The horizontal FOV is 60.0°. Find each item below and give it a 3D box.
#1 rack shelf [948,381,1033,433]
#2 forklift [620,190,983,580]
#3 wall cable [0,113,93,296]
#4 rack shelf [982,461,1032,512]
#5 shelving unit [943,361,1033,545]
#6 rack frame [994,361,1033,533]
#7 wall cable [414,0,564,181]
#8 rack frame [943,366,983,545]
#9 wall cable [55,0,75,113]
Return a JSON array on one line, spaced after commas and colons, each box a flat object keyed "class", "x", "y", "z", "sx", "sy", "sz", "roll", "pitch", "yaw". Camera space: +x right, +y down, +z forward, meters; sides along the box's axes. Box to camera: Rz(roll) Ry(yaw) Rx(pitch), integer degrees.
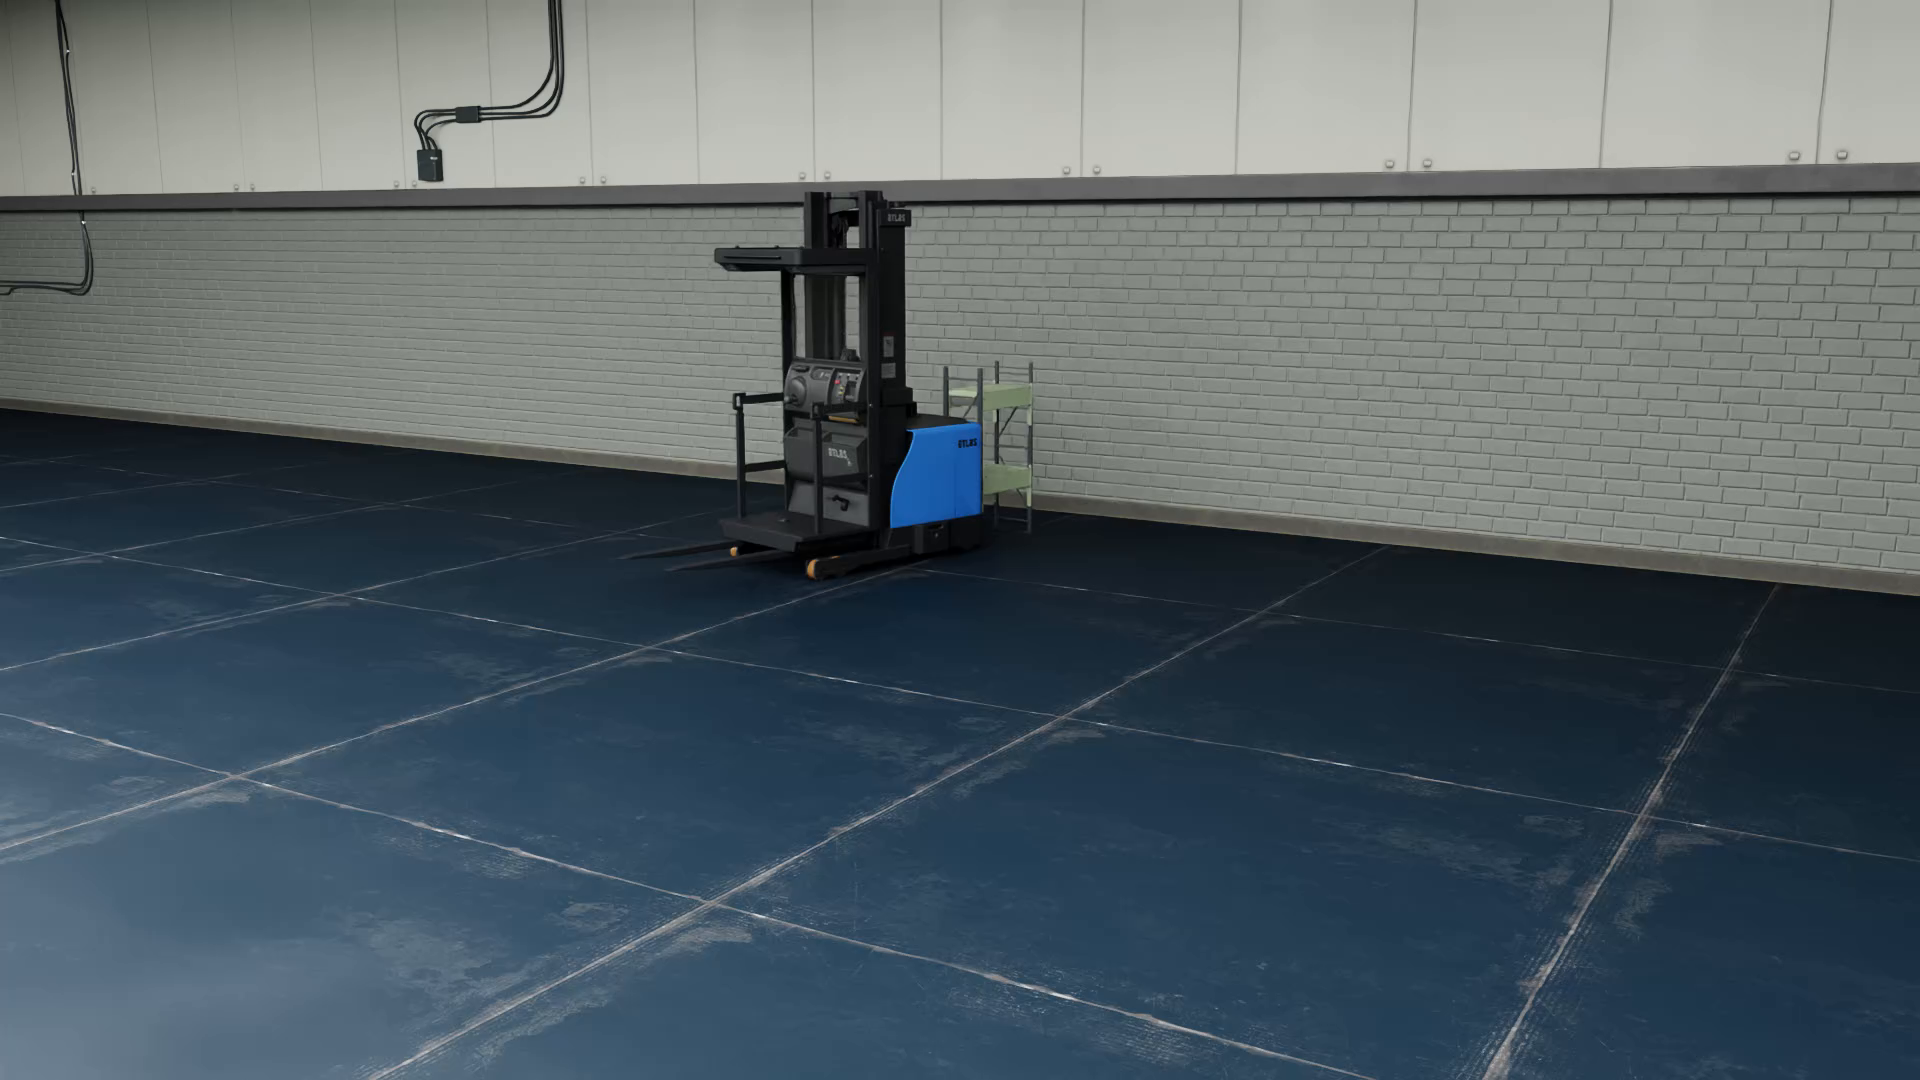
[{"class": "rack shelf", "x": 0.247, "y": -1.153, "z": 14.330, "sx": 0.431, "sy": 0.370, "sz": 0.720, "roll": 8, "pitch": 13, "yaw": 37}, {"class": "forklift", "x": -1.223, "y": -1.238, "z": 13.018, "sx": 3.031, "sy": 2.935, "sz": 1.130, "roll": -10, "pitch": 14, "yaw": -42}, {"class": "wall cable", "x": -13.443, "y": -4.766, "z": 23.813, "sx": 3.097, "sy": 2.526, "sz": 0.112, "roll": 6, "pitch": 12, "yaw": 31}, {"class": "rack shelf", "x": 0.247, "y": -0.449, "z": 14.462, "sx": 0.431, "sy": 0.370, "sz": 0.720, "roll": 8, "pitch": 13, "yaw": 37}, {"class": "shelving unit", "x": 0.247, "y": -0.769, "z": 14.402, "sx": 0.431, "sy": 1.500, "sz": 0.755, "roll": 8, "pitch": 13, "yaw": 37}, {"class": "rack frame", "x": 0.470, "y": -0.823, "z": 14.687, "sx": 0.400, "sy": 1.500, "sz": 0.023, "roll": 8, "pitch": 13, "yaw": 37}, {"class": "wall cable", "x": -5.338, "y": -7.055, "z": 18.356, "sx": 2.305, "sy": 6.003, "sz": 0.169, "roll": 6, "pitch": 12, "yaw": 31}, {"class": "rack frame", "x": 0.024, "y": -0.716, "z": 14.117, "sx": 0.400, "sy": 1.500, "sz": 0.023, "roll": 8, "pitch": 13, "yaw": 37}, {"class": "wall cable", "x": -11.131, "y": -6.990, "z": 21.967, "sx": 3.097, "sy": 2.526, "sz": 0.112, "roll": 6, "pitch": 12, "yaw": 31}]
